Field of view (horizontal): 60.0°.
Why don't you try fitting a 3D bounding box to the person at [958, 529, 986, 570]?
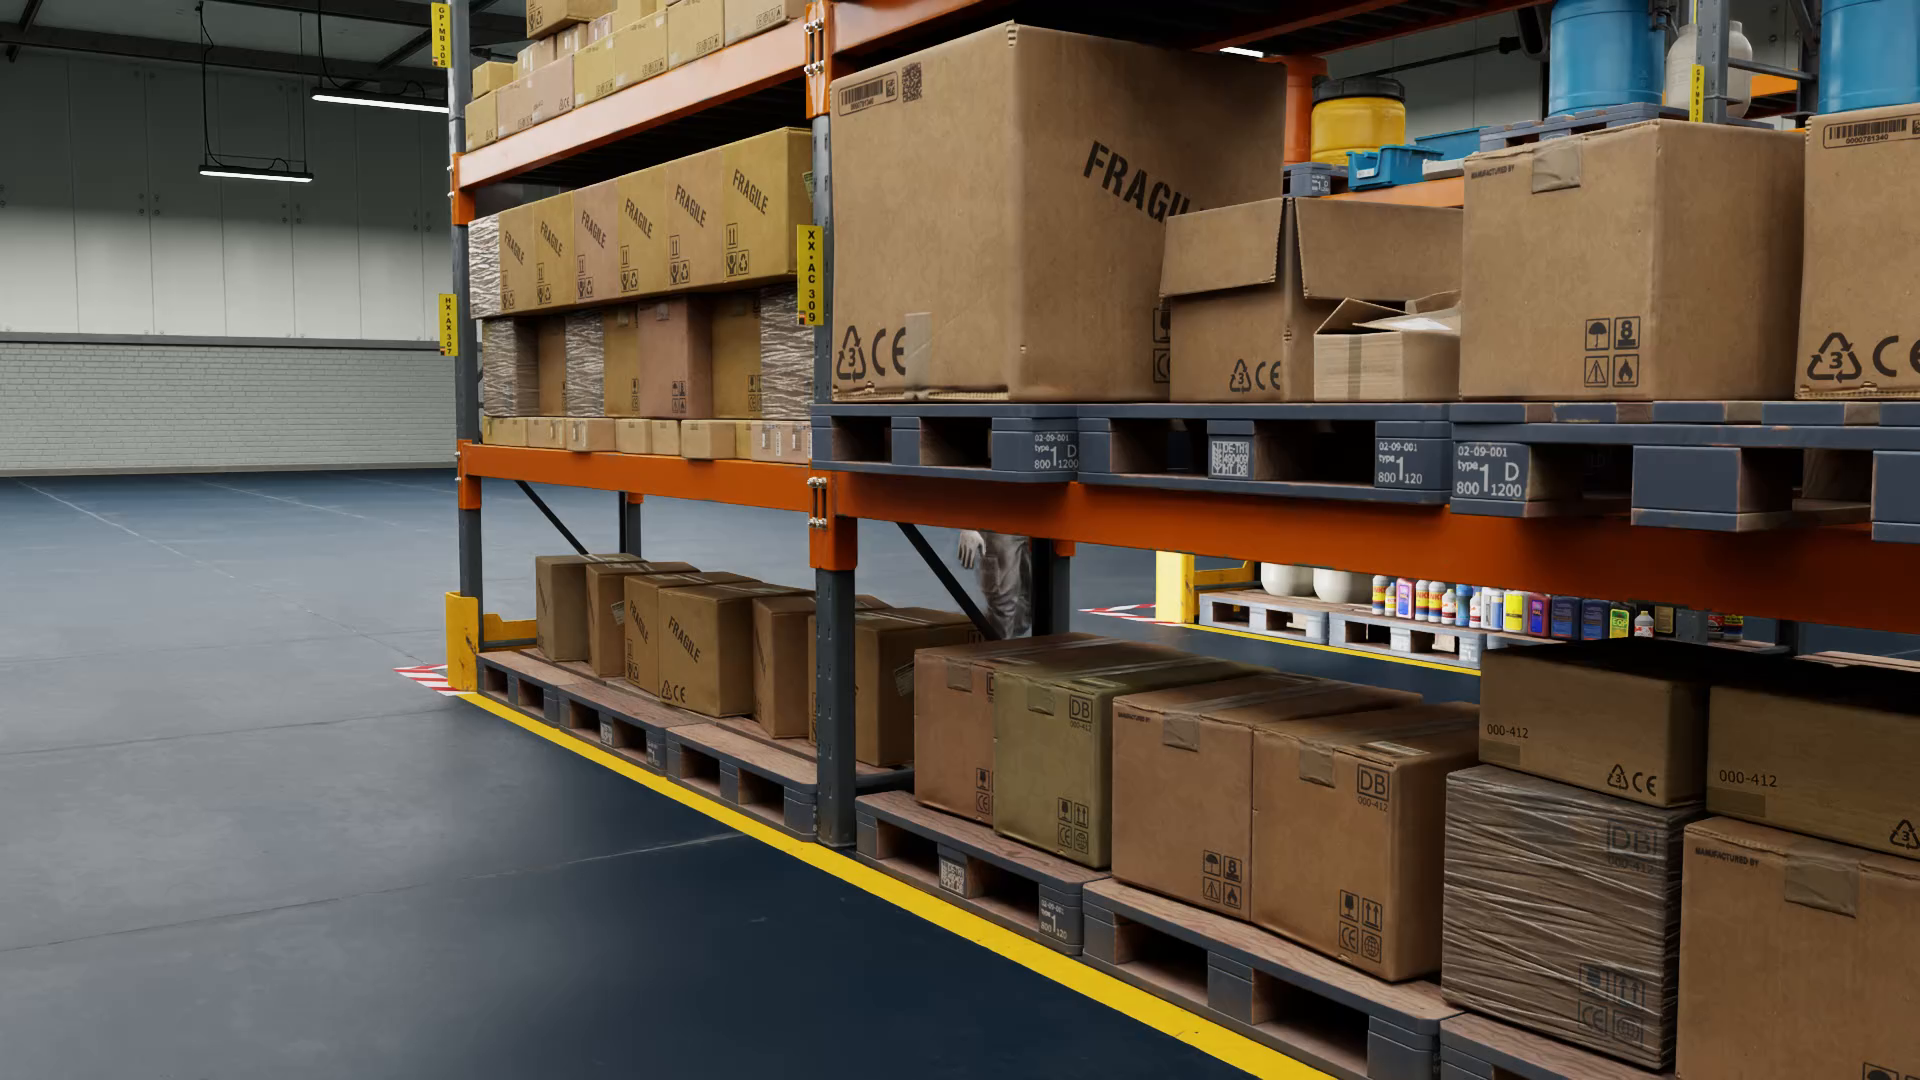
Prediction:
[{"bbox_3d":[0.208,-0.065,8.249,0.593,1.780,0.626,4,6,44],"label":"person"}]
